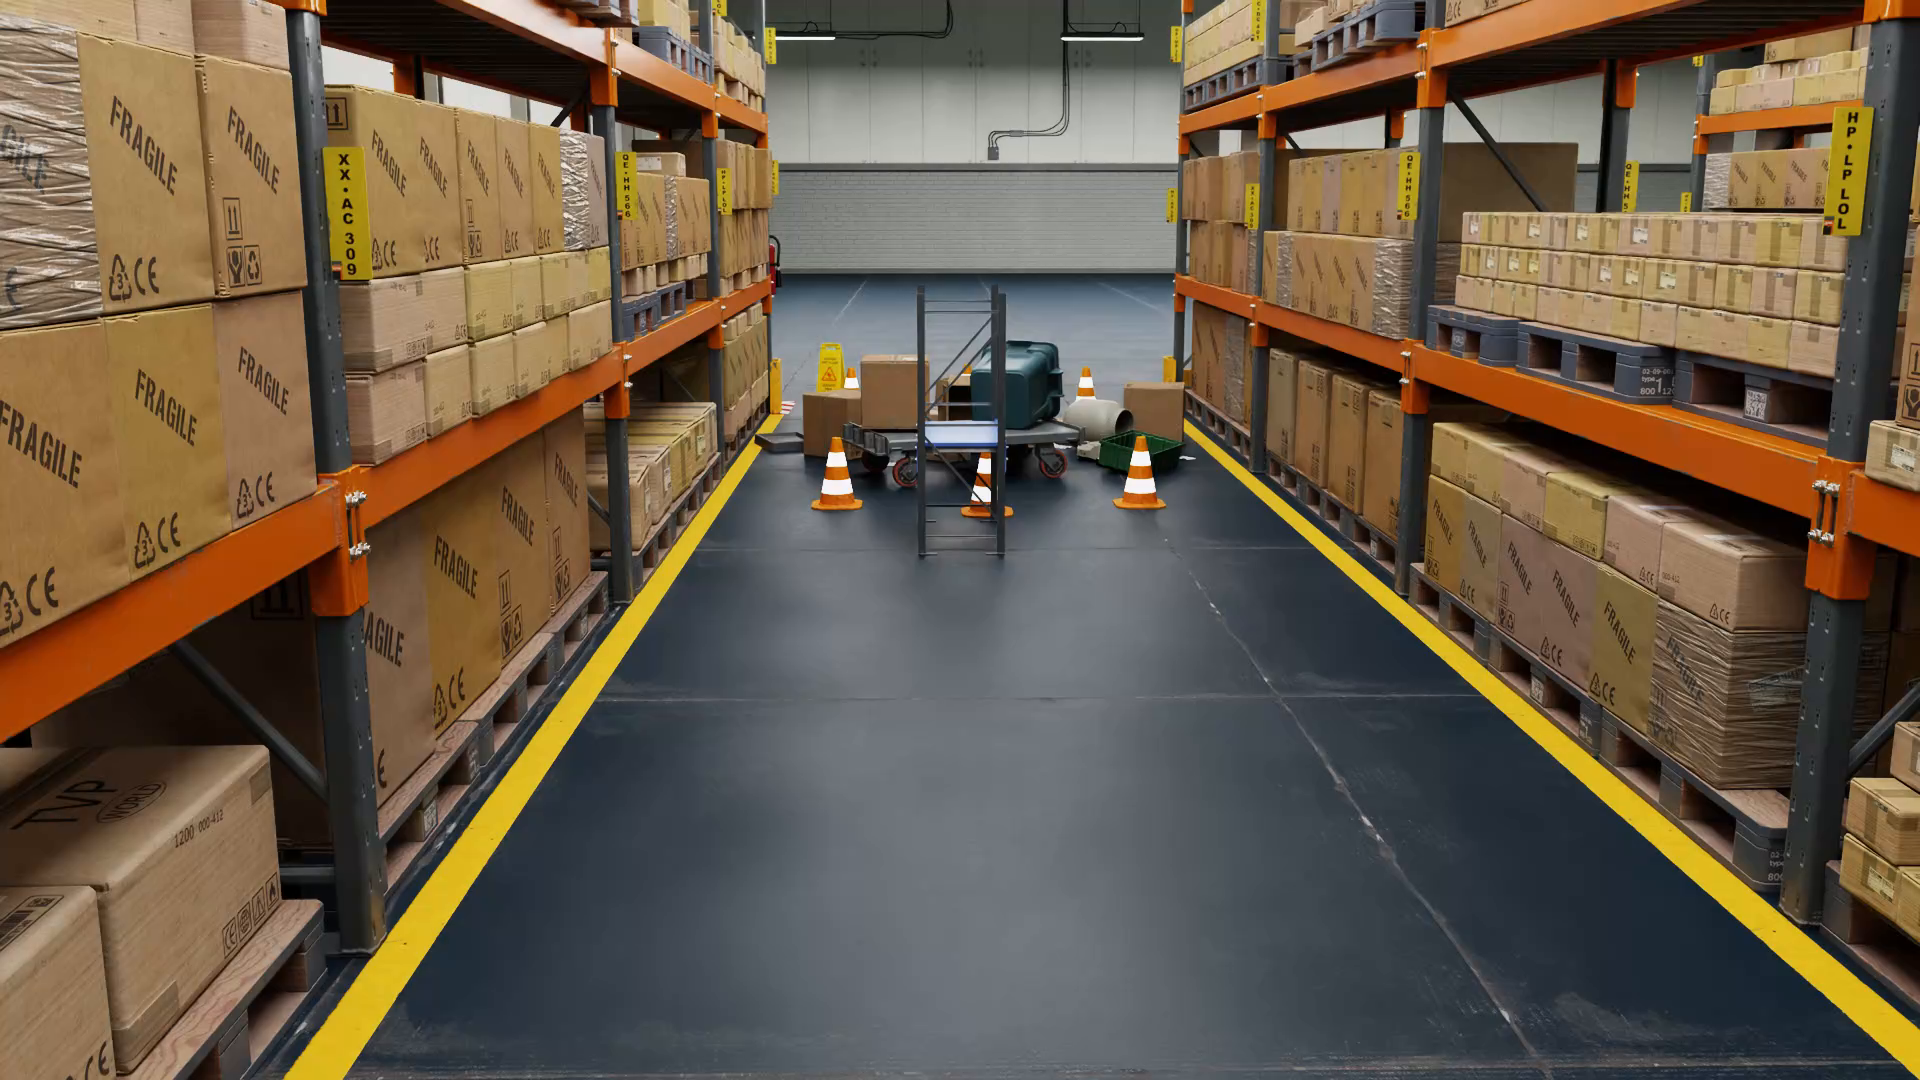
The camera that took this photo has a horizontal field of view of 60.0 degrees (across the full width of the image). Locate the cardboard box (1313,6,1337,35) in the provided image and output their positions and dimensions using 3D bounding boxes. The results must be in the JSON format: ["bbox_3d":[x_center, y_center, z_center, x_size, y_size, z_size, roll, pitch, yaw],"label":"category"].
[{"bbox_3d":[2.463,-3.304,10.582,0.380,0.149,0.250,0,11,-1],"label":"cardboard box"}]

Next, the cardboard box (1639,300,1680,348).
[{"bbox_3d":[2.627,-0.759,5.832,0.380,0.149,0.250,-1,11,-4],"label":"cardboard box"}]

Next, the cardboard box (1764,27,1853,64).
[{"bbox_3d":[7.333,-4.391,14.358,0.500,0.500,0.500,0,11,-1],"label":"cardboard box"}]

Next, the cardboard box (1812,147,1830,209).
[{"bbox_3d":[7.349,-2.954,13.563,0.500,0.500,0.500,0,11,-1],"label":"cardboard box"}]

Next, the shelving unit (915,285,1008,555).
[{"bbox_3d":[-0.002,-0.752,9.994,0.538,1.500,1.048,0,11,-1],"label":"shelving unit"}]

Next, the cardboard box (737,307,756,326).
[{"bbox_3d":[-1.978,-1.947,14.455,0.380,0.149,0.250,0,11,1],"label":"cardboard box"}]

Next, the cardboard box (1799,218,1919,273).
[{"bbox_3d":[2.655,-0.845,4.760,0.380,0.149,0.250,0,11,1],"label":"cardboard box"}]

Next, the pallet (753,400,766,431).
[{"bbox_3d":[-2.353,-1.194,15.411,1.003,0.211,1.213,0,11,-1],"label":"pallet"}]

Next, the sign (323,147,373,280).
[{"bbox_3d":[-1.533,-0.817,4.166,0.100,0.325,0.005,0,11,-1],"label":"sign"}]

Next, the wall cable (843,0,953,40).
[{"bbox_3d":[-1.745,-15.275,46.384,3.097,2.526,0.112,0,11,-1],"label":"wall cable"}]

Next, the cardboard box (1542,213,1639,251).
[{"bbox_3d":[2.613,-1.260,6.805,0.380,0.149,0.250,0,11,1],"label":"cardboard box"}]

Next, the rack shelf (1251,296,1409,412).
[{"bbox_3d":[2.735,-1.232,10.397,1.077,0.370,4.000,0,11,-1],"label":"rack shelf"}]

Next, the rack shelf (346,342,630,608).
[{"bbox_3d":[-2.129,-0.397,6.279,1.077,0.370,4.000,0,11,-1],"label":"rack shelf"}]

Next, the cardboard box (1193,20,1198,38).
[{"bbox_3d":[2.309,-4.602,14.971,0.380,0.149,0.250,0,11,-2],"label":"cardboard box"}]

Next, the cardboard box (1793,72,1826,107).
[{"bbox_3d":[7.362,-3.773,13.945,0.500,0.250,0.500,0,11,1],"label":"cardboard box"}]

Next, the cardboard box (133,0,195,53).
[{"bbox_3d":[-1.866,-1.096,3.518,0.380,0.149,0.250,0,11,0],"label":"cardboard box"}]

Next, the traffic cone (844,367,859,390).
[{"bbox_3d":[-1.037,-1.413,15.862,0.336,0.463,0.334,0,11,-1],"label":"traffic cone"}]

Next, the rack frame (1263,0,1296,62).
[{"bbox_3d":[2.694,-4.922,11.689,1.000,3.000,0.127,0,11,-1],"label":"rack frame"}]

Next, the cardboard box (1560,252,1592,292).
[{"bbox_3d":[2.614,-1.063,6.580,0.380,0.149,0.250,0,11,-2],"label":"cardboard box"}]

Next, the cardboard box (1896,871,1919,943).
[{"bbox_3d":[2.551,0.926,4.064,0.380,0.149,0.250,0,11,1],"label":"cardboard box"}]

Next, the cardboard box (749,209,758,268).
[{"bbox_3d":[-2.037,-2.626,14.459,0.500,0.500,0.500,0,11,-1],"label":"cardboard box"}]

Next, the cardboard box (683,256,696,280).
[{"bbox_3d":[-1.929,-1.769,10.811,0.380,0.149,0.250,0,11,-1],"label":"cardboard box"}]

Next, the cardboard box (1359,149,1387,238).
[{"bbox_3d":[2.752,-2.018,9.695,0.700,0.500,0.500,0,11,-2],"label":"cardboard box"}]

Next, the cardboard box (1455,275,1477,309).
[{"bbox_3d":[2.584,-1.180,7.907,0.380,0.149,0.250,0,11,-2],"label":"cardboard box"}]

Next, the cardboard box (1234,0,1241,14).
[{"bbox_3d":[2.353,-4.196,12.972,0.380,0.149,0.250,0,11,0],"label":"cardboard box"}]

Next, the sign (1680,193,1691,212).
[{"bbox_3d":[7.030,-3.200,16.109,0.100,0.325,0.005,0,11,-1],"label":"sign"}]

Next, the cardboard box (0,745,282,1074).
[{"bbox_3d":[-2.182,0.824,3.843,0.875,0.438,0.875,0,11,-2],"label":"cardboard box"}]

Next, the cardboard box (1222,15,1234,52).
[{"bbox_3d":[2.408,-4.076,13.383,0.500,0.250,0.500,0,11,-2],"label":"cardboard box"}]

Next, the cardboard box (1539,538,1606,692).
[{"bbox_3d":[2.575,0.277,6.379,0.500,0.500,0.500,0,11,-2],"label":"cardboard box"}]

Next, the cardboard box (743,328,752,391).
[{"bbox_3d":[-2.027,-1.495,13.859,0.500,0.500,0.500,0,11,2],"label":"cardboard box"}]

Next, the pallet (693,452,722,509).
[{"bbox_3d":[-2.236,-0.420,11.600,1.003,0.211,1.213,0,11,-1],"label":"pallet"}]

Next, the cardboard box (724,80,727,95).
[{"bbox_3d":[-2.039,-3.556,13.130,0.380,0.149,0.250,-1,11,-3],"label":"cardboard box"}]

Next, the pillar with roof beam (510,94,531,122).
[{"bbox_3d":[-4.253,-9.110,32.328,9.100,9.000,0.400,0,11,-1],"label":"pillar with roof beam"}]

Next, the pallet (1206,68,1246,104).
[{"bbox_3d":[2.665,-3.813,13.990,1.003,0.211,1.213,0,11,-1],"label":"pallet"}]

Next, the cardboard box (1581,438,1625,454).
[{"bbox_3d":[3.074,-0.300,7.339,0.500,0.250,0.500,0,11,0],"label":"cardboard box"}]

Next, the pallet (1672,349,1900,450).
[{"bbox_3d":[2.989,-0.450,5.218,1.003,0.211,1.213,0,11,-1],"label":"pallet"}]

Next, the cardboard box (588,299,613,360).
[{"bbox_3d":[-1.901,-0.974,7.691,0.500,0.250,0.500,-1,11,-3],"label":"cardboard box"}]

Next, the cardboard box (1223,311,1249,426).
[{"bbox_3d":[2.728,-1.451,13.956,0.875,0.875,0.875,0,11,-1],"label":"cardboard box"}]

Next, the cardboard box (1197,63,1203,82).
[{"bbox_3d":[2.314,-4.159,14.794,0.380,0.149,0.250,0,11,-1],"label":"cardboard box"}]

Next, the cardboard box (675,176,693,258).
[{"bbox_3d":[-1.998,-2.050,10.565,0.500,0.500,0.500,0,11,1],"label":"cardboard box"}]

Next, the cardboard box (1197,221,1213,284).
[{"bbox_3d":[2.583,-2.556,14.737,0.875,0.550,0.550,0,11,-1],"label":"cardboard box"}]

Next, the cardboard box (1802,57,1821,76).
[{"bbox_3d":[7.391,-4.006,14.090,0.380,0.149,0.250,0,11,-2],"label":"cardboard box"}]

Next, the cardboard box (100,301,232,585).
[{"bbox_3d":[-1.807,-0.207,3.284,0.500,0.500,0.500,-1,11,-3],"label":"cardboard box"}]

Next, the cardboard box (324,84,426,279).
[{"bbox_3d":[-1.810,-0.979,4.575,0.500,0.500,0.500,0,11,0],"label":"cardboard box"}]

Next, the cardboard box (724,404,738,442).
[{"bbox_3d":[-1.995,-0.918,12.901,0.500,0.250,0.500,-1,11,-4],"label":"cardboard box"}]

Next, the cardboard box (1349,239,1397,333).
[{"bbox_3d":[2.490,-1.424,9.281,0.500,0.500,0.500,0,11,-1],"label":"cardboard box"}]

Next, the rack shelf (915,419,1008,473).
[{"bbox_3d":[-0.002,-0.576,10.029,0.538,0.185,1.000,0,11,-1],"label":"rack shelf"}]

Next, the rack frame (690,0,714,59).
[{"bbox_3d":[-2.253,-4.882,11.490,1.000,3.000,0.127,0,11,-1],"label":"rack frame"}]

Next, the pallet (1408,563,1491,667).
[{"bbox_3d":[2.791,0.335,7.878,1.003,0.211,1.213,0,11,-1],"label":"pallet"}]

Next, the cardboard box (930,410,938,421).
[{"bbox_3d":[-0.289,-1.088,15.046,0.380,0.149,0.250,6,13,28],"label":"cardboard box"}]

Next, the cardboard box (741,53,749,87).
[{"bbox_3d":[-2.019,-3.875,13.701,0.500,0.250,0.500,0,11,-1],"label":"cardboard box"}]

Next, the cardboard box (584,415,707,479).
[{"bbox_3d":[-2.222,-0.613,11.087,0.950,0.372,0.625,0,11,2],"label":"cardboard box"}]

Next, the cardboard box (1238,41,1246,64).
[{"bbox_3d":[2.354,-3.757,12.811,0.380,0.149,0.250,0,11,0],"label":"cardboard box"}]

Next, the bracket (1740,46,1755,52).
[{"bbox_3d":[22.276,-13.923,47.001,0.235,0.232,0.430,0,11,-1],"label":"bracket"}]

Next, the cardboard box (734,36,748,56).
[{"bbox_3d":[-1.968,-4.104,13.825,0.380,0.149,0.250,0,11,0],"label":"cardboard box"}]
